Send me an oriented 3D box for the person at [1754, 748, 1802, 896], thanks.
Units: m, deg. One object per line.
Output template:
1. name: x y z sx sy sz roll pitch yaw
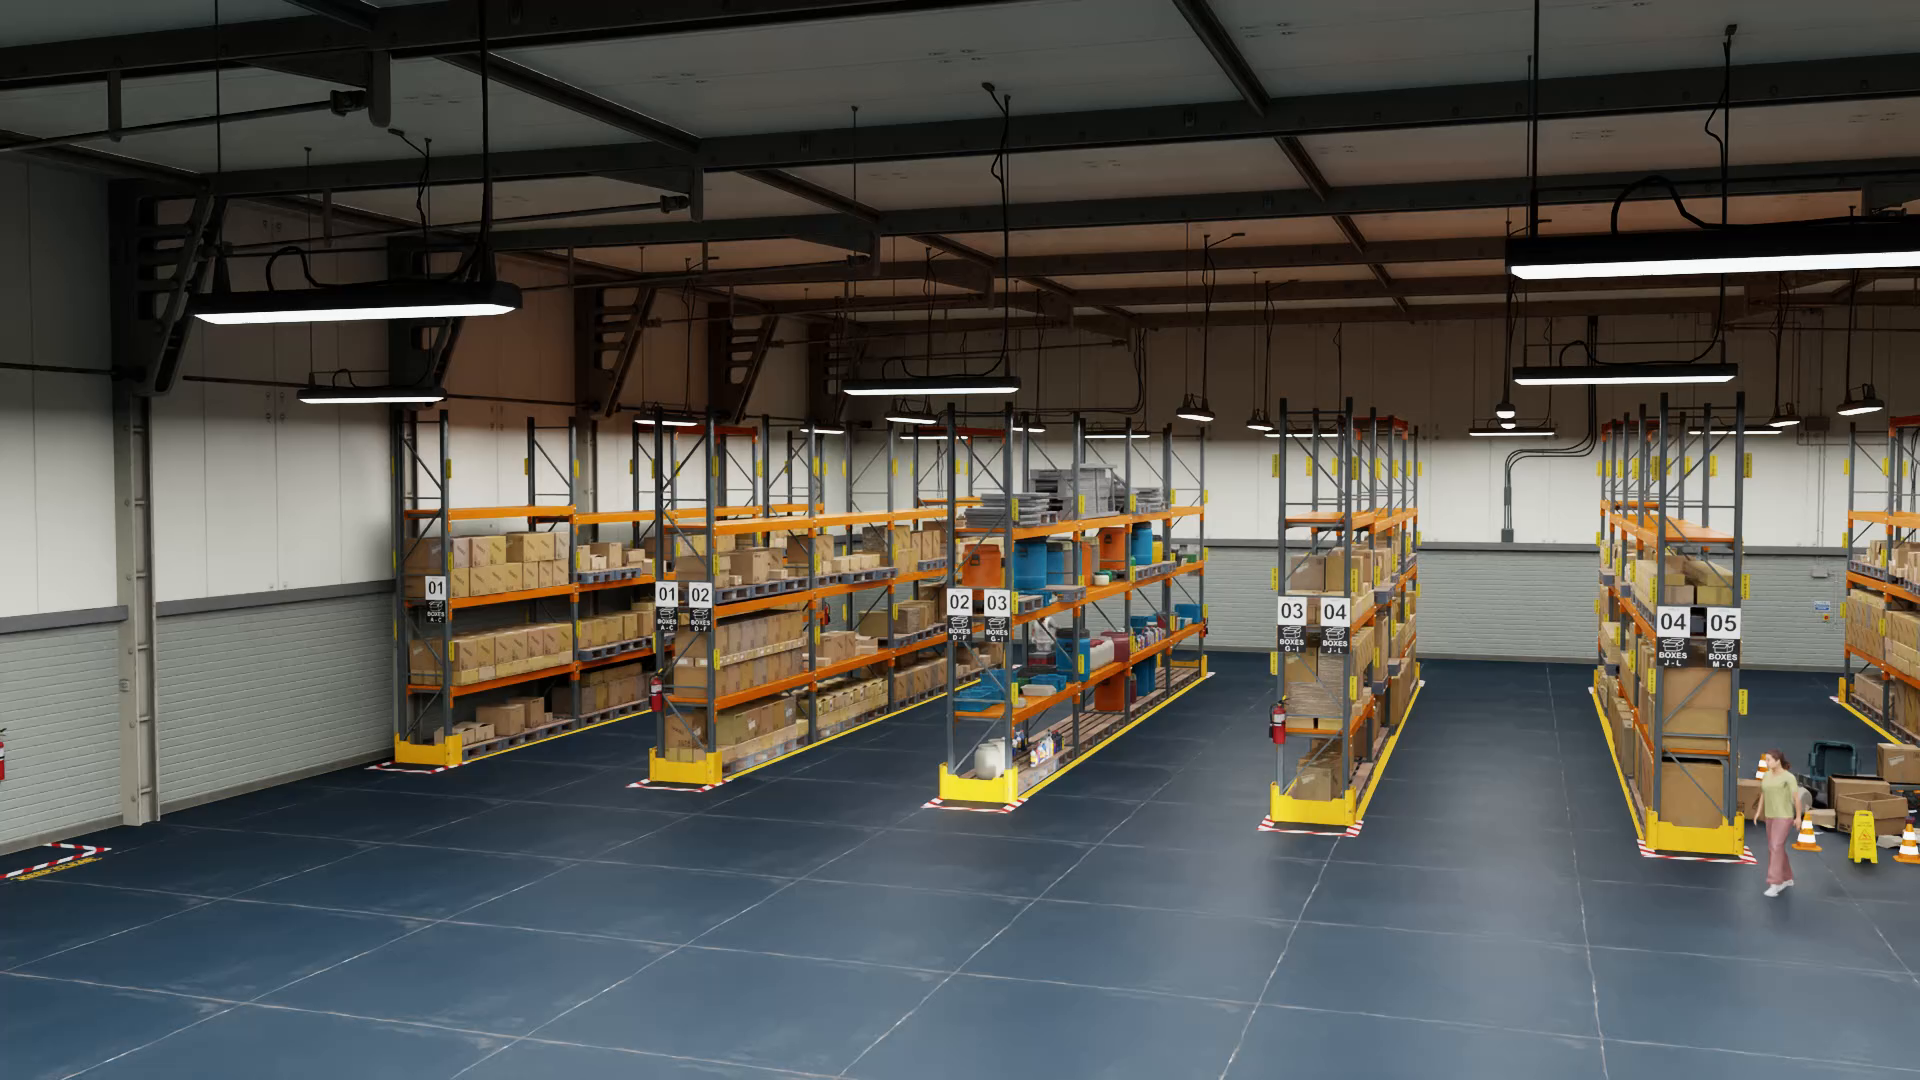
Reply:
1. person: 9.672 3.319 19.748 0.670 1.673 0.561 -1 3 -16

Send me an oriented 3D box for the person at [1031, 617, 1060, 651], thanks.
1. person: 2.051 2.449 39.971 0.727 1.688 0.633 1 3 28
